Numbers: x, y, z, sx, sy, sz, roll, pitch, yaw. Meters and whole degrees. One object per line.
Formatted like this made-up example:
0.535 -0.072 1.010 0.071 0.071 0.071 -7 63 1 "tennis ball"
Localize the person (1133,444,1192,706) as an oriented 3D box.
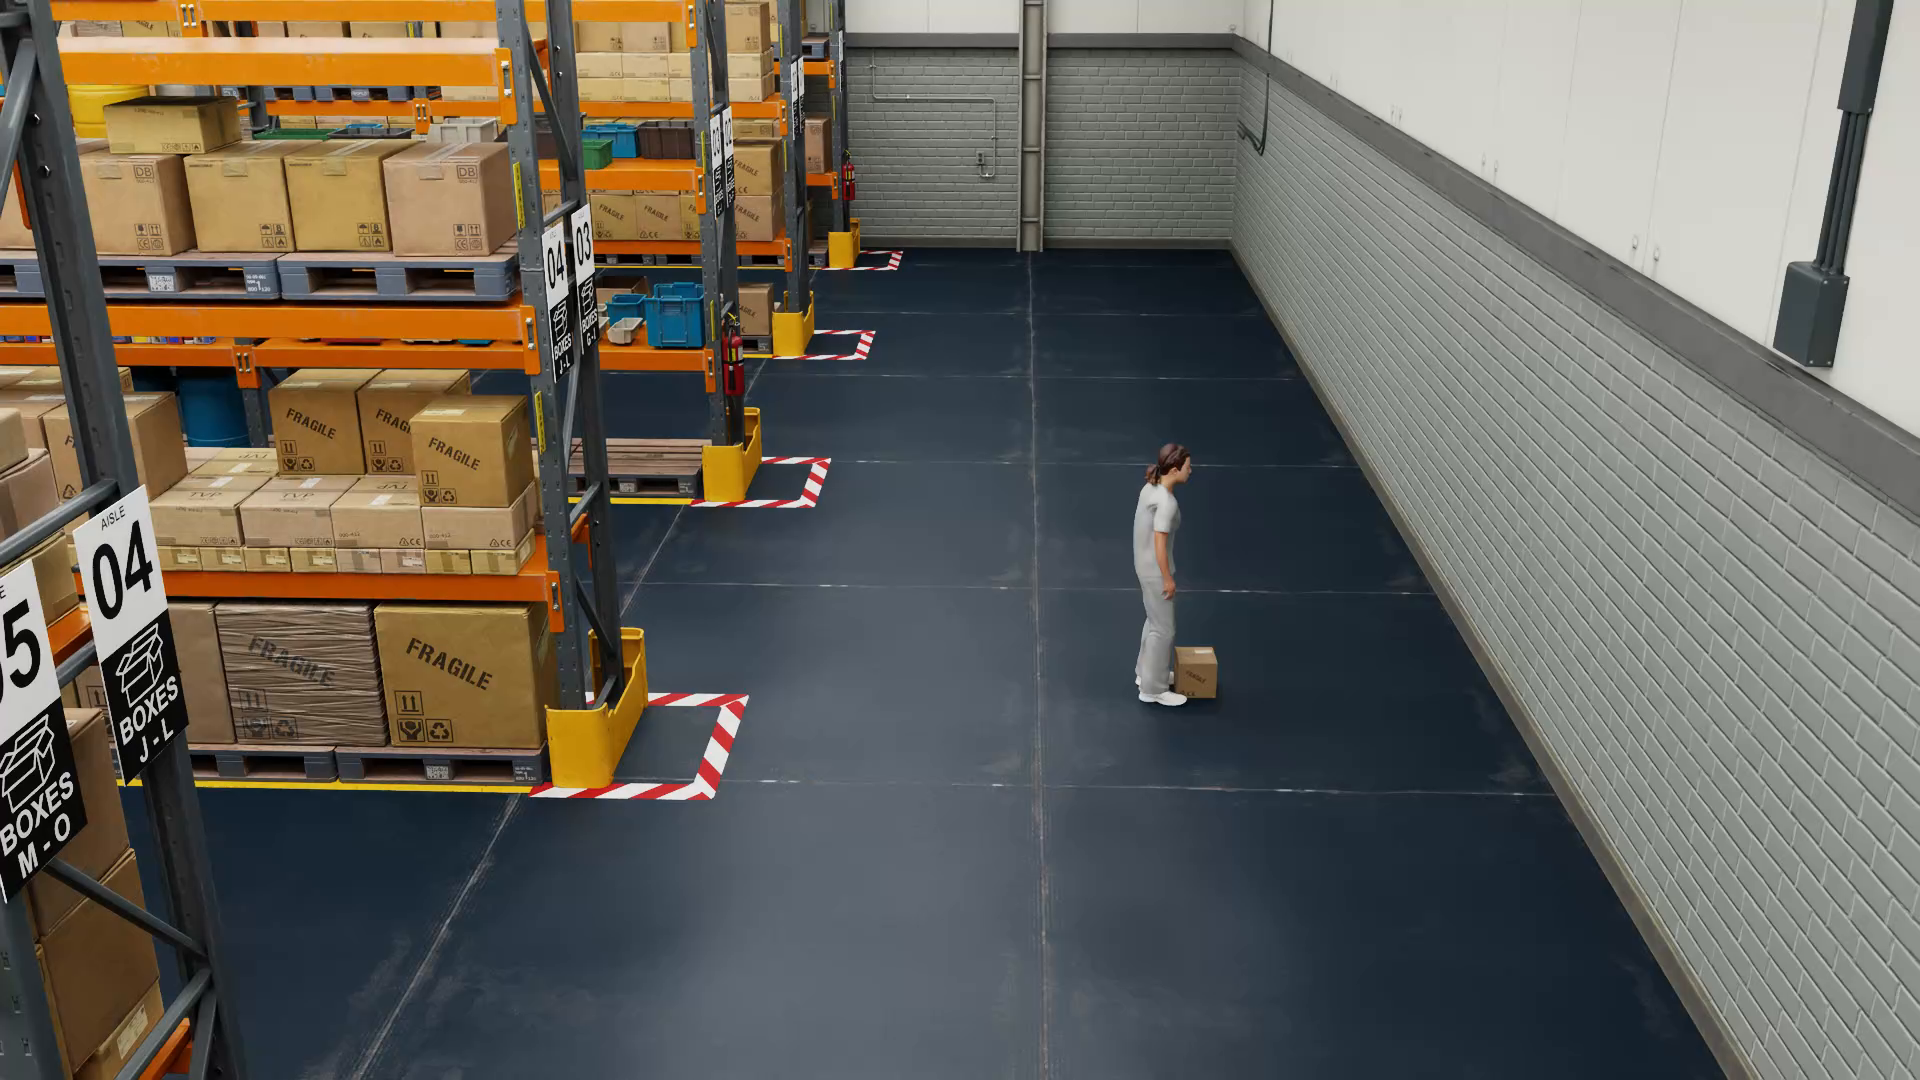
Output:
1.282 0.201 10.565 0.364 1.666 0.504 0 21 -1 "person"
